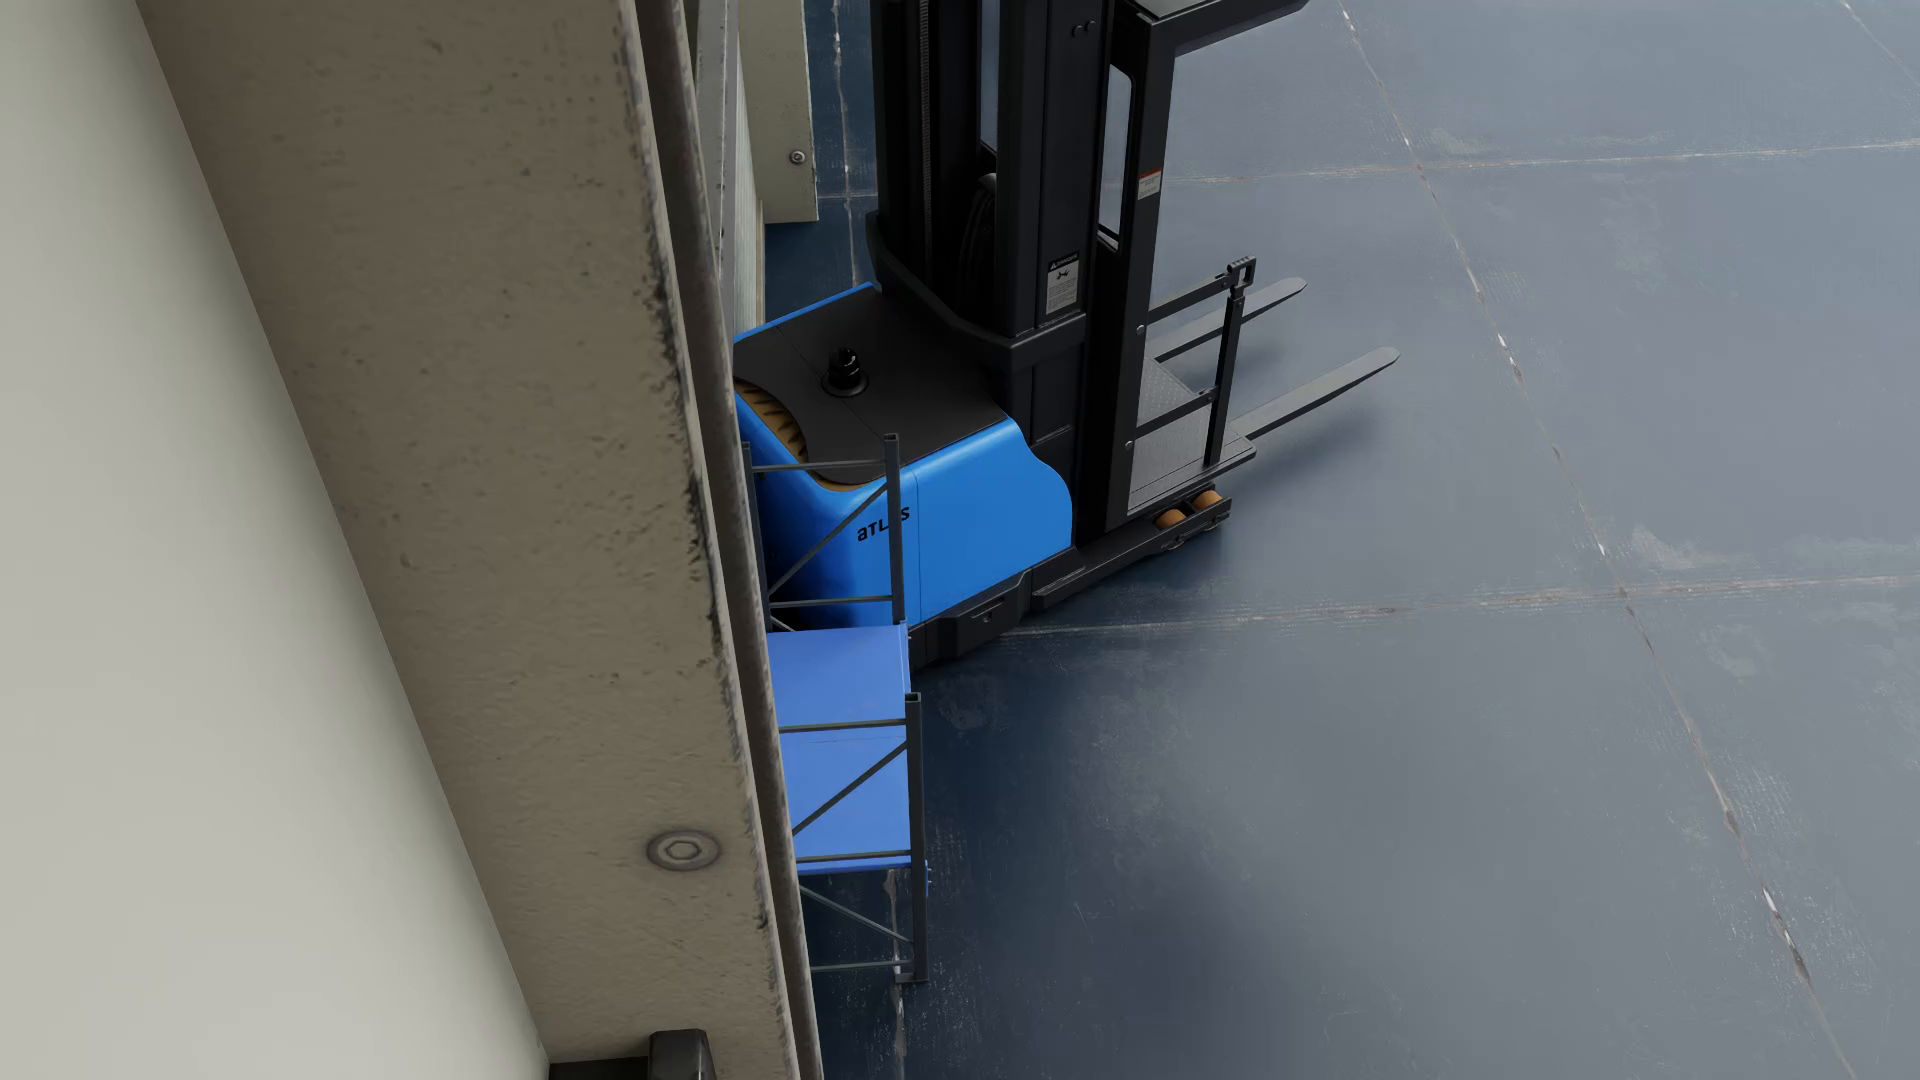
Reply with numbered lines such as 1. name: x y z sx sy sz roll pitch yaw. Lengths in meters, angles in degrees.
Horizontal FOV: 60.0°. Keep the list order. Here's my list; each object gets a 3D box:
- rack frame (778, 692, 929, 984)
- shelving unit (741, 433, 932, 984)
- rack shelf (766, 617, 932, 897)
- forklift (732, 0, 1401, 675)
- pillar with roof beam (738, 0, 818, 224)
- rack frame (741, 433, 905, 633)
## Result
1. rack frame: -0.354 0.948 4.956 0.500 1.500 0.032 -3 47 -3
2. shelving unit: -0.396 0.580 5.304 0.538 1.500 1.048 -3 47 -3
3. rack shelf: -0.396 0.704 5.434 0.538 0.185 1.000 -3 47 -3
4. forklift: 0.515 -1.262 6.063 3.031 2.935 1.130 -26 52 -23
5. pillar with roof beam: 3.402 -5.106 5.525 9.100 9.000 0.400 -3 47 -3
6. rack frame: -0.439 0.213 5.652 0.500 1.500 0.032 -3 47 -3
